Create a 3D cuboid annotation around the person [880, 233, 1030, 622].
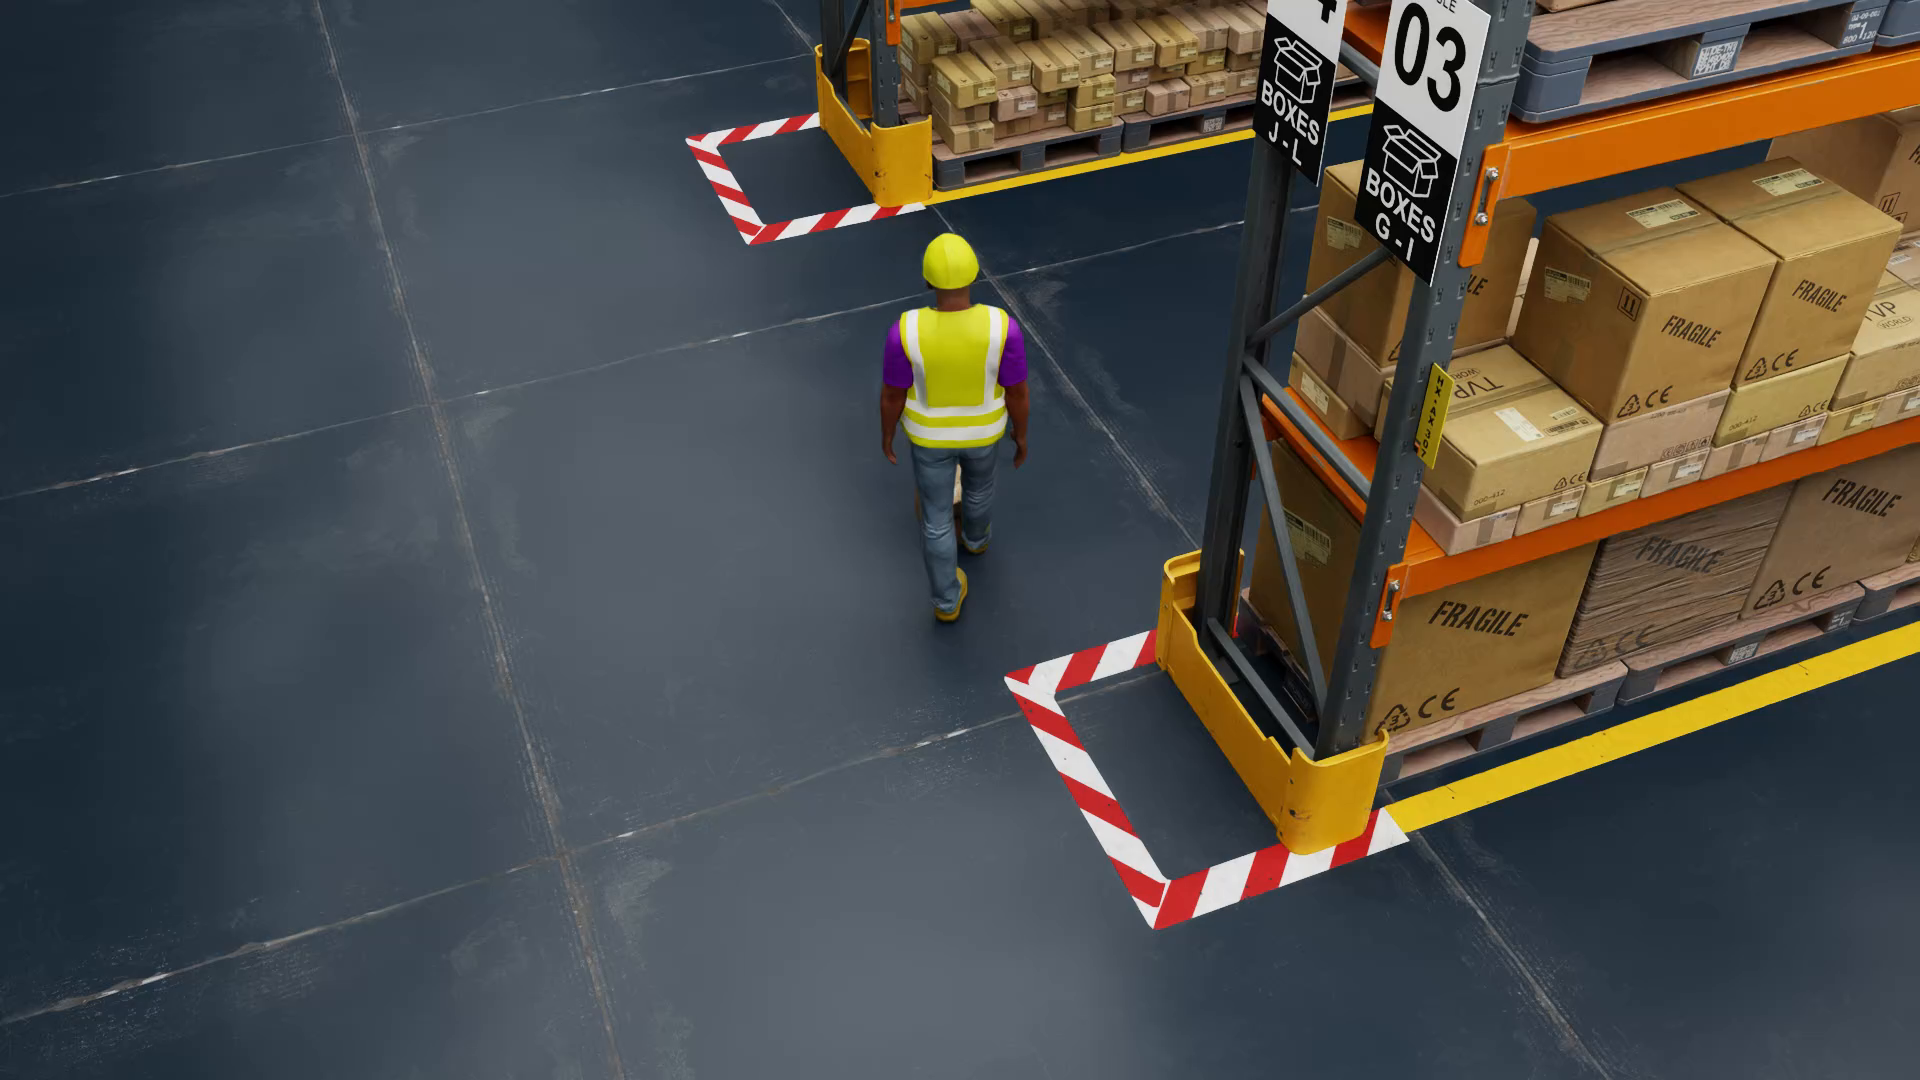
[{"bbox_3d":[-0.036,-0.533,6.744,0.586,1.752,0.742,-3,42,-4],"label":"person"}]
